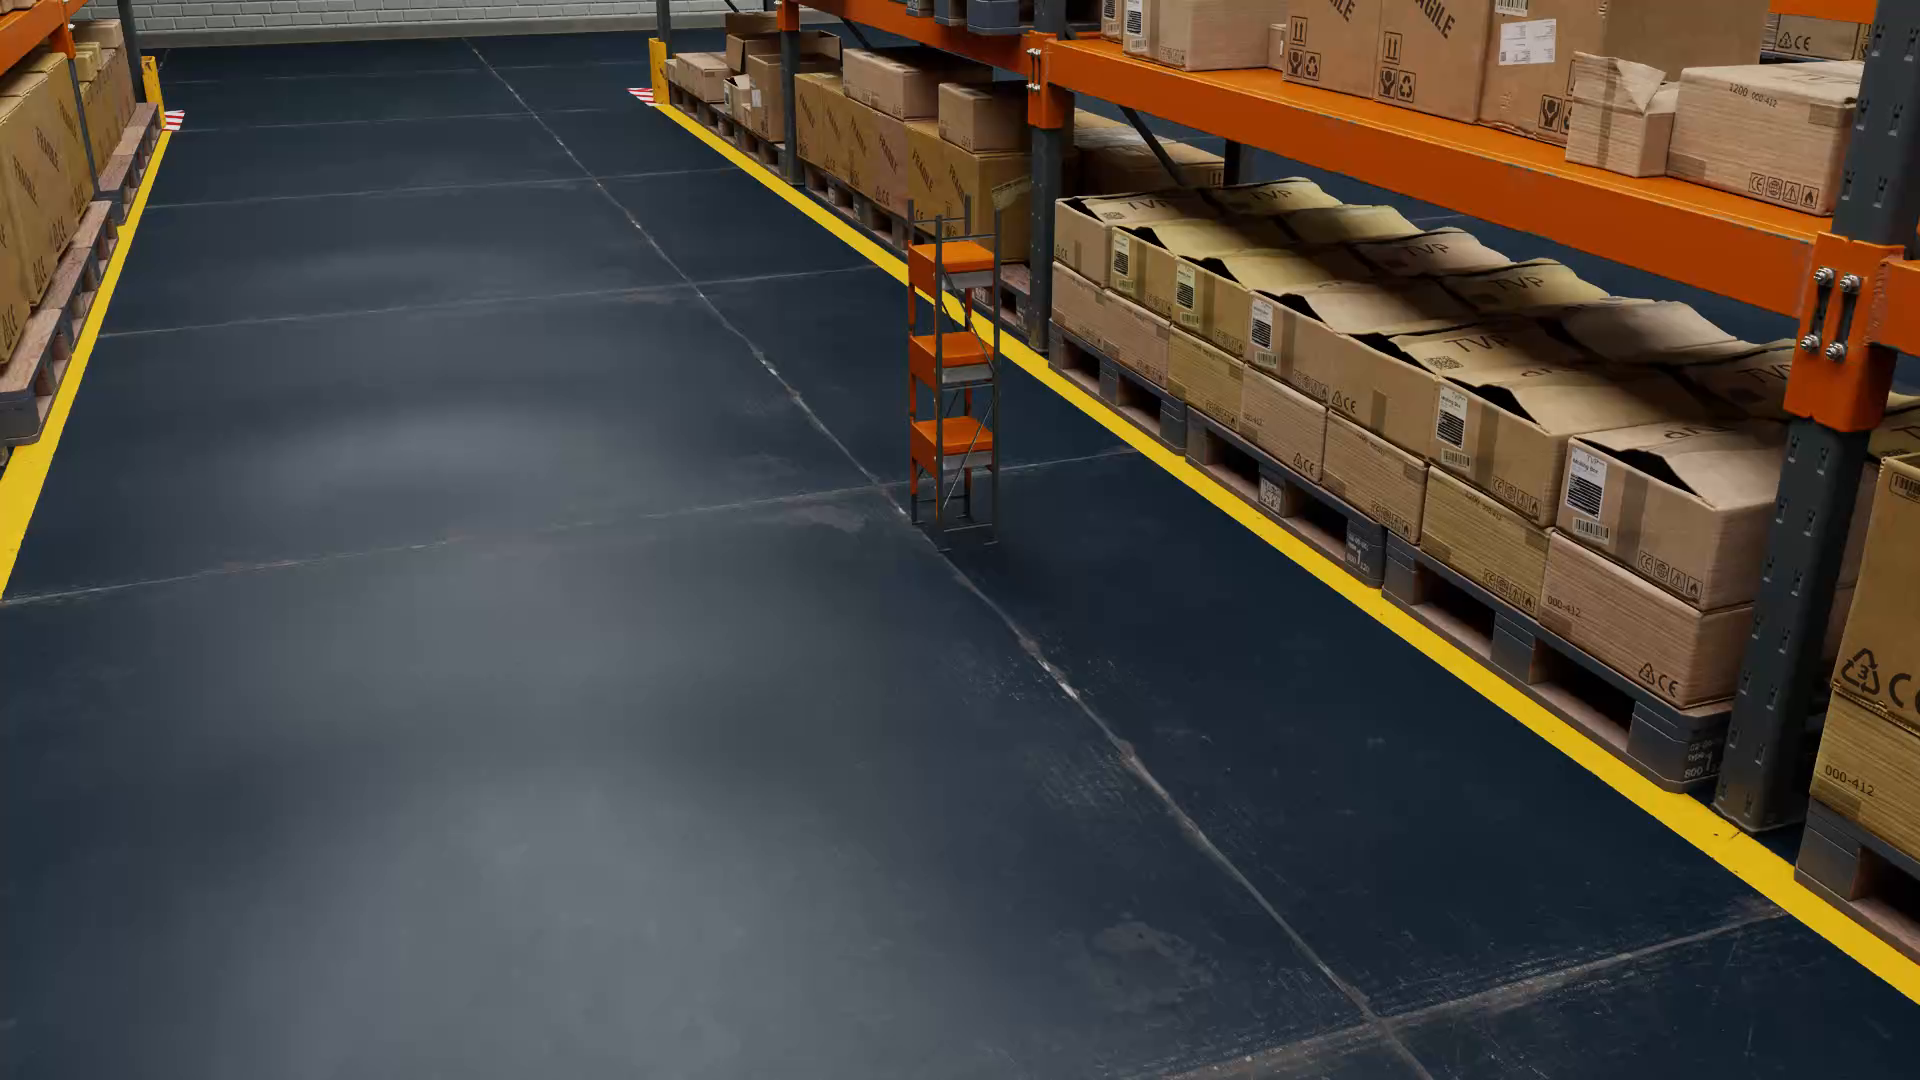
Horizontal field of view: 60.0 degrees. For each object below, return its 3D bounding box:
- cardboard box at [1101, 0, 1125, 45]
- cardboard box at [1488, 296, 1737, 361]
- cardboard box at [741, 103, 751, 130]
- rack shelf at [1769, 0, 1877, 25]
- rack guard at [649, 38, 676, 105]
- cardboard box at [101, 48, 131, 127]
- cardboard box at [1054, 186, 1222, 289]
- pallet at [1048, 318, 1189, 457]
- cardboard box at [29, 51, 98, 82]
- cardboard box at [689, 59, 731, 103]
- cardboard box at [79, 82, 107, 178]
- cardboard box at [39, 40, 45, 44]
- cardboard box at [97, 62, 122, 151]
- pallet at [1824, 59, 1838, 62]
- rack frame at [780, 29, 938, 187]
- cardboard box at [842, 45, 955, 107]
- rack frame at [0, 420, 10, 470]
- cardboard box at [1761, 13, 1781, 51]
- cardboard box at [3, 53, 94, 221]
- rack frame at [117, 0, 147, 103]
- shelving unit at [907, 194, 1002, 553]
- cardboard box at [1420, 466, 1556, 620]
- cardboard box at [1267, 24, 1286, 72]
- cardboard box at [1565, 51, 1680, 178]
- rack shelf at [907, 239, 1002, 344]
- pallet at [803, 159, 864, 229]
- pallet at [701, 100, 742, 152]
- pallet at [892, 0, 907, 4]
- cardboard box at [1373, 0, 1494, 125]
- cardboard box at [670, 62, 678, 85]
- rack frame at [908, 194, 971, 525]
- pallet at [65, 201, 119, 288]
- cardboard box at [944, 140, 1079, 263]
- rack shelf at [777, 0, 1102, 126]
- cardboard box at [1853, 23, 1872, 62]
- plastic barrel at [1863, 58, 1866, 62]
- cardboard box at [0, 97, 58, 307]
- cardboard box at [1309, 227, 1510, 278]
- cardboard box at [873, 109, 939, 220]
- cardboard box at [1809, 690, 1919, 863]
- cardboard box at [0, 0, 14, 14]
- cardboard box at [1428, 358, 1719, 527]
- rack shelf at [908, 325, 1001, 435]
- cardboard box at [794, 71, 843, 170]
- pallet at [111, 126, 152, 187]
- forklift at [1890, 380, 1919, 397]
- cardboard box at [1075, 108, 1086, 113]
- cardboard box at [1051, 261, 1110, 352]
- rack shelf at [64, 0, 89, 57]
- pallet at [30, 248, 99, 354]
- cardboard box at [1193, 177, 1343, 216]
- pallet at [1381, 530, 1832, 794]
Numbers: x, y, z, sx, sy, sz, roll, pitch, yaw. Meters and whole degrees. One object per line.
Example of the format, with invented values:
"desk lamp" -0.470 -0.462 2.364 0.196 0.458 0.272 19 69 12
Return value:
"cardboard box" 0.874 -2.088 6.456 0.500 0.311 0.500 -7 24 -16
"cardboard box" 1.931 -0.553 4.978 0.500 0.311 0.500 -9 25 -21
"cardboard box" -1.282 -2.905 11.385 0.380 0.149 0.250 -8 24 -19
"rack shelf" 4.715 -3.340 10.239 1.077 0.370 4.000 -8 24 -19
"rack guard" -2.013 -3.994 14.083 1.175 0.500 0.348 -8 24 -19
"cardboard box" -6.155 -3.112 11.449 0.700 0.500 0.500 -8 24 -19
"cardboard box" 0.697 -1.221 6.563 0.500 0.311 0.500 -7 24 -17
"pallet" 1.041 -0.677 6.586 1.003 0.211 1.213 -8 24 -19
"cardboard box" -5.378 -2.815 9.910 0.380 0.149 0.250 -8 24 -17
"cardboard box" -1.760 -3.510 12.688 0.500 0.250 0.500 -8 24 -19
"cardboard box" -5.428 -2.367 9.681 0.700 0.500 0.500 -8 24 -18
"cardboard box" -6.113 -3.150 10.704 0.380 0.149 0.250 -8 24 -18
"cardboard box" -5.781 -2.736 10.558 0.700 0.500 0.500 -8 24 -18
"pallet" 8.447 -4.080 14.659 1.003 0.211 1.213 -8 24 -19
"rack frame" -0.627 -3.720 10.215 1.000 3.000 0.127 -8 24 -19
"cardboard box" -0.330 -2.544 9.111 0.500 0.250 0.500 -8 24 -19
"rack frame" -3.846 -1.586 5.151 1.000 3.000 0.127 -8 24 -19
"cardboard box" 7.852 -5.194 15.905 0.875 0.875 0.875 -8 24 -19
"cardboard box" -4.908 -2.024 8.417 0.750 0.750 0.750 -8 24 -18
"rack frame" -6.673 -4.493 12.047 1.000 3.000 0.127 -8 24 -19
"shelving unit" -0.019 -0.503 5.092 0.215 1.050 0.252 -8 24 -19
"cardboard box" 1.605 -0.035 4.470 0.500 0.250 0.500 -9 24 -20
"cardboard box" 1.290 -1.695 5.734 0.380 0.149 0.250 -7 24 -15
"cardboard box" 1.717 -1.046 4.042 0.396 0.266 0.258 -9 24 -20
"rack shelf" -0.019 -0.755 4.986 0.215 0.259 0.240 -8 24 -19
"pallet" -0.304 -2.145 10.067 1.003 0.211 1.213 -8 24 -19
"pallet" -1.303 -3.129 12.402 1.003 0.211 1.213 -8 24 -19
"pallet" 0.095 -2.884 8.479 1.003 0.211 1.213 -8 24 -19
"cardboard box" 1.581 -1.514 4.852 0.500 0.500 0.500 -8 24 -19
"cardboard box" -2.125 -3.781 13.439 0.380 0.166 0.250 -8 24 -19
"rack frame" -0.062 -0.548 5.197 0.200 1.050 0.008 -8 24 -19
"pallet" -4.916 -1.484 8.500 1.003 0.211 1.213 -8 24 -19
"cardboard box" 0.237 -1.625 7.896 0.500 0.500 0.500 -7 24 -17
"rack shelf" 0.080 -2.662 8.630 1.077 0.370 4.000 -8 24 -19
"cardboard box" 8.484 -4.543 14.362 0.875 0.875 0.875 -8 24 -19
"plastic barrel" 5.233 -2.314 9.132 0.600 0.830 0.708 -8 24 -19
"cardboard box" -4.287 -1.393 6.920 0.750 0.750 0.750 -8 24 -19
"cardboard box" 1.567 -0.924 5.857 0.500 0.311 0.500 -9 24 -19
"cardboard box" -0.137 -2.003 8.793 0.500 0.500 0.500 -9 25 -21
"cardboard box" 2.080 0.470 3.272 0.500 0.250 0.500 -8 24 -19
"cardboard box" -4.542 -2.474 7.556 0.380 0.149 0.250 -8 24 -19
"cardboard box" 1.599 -0.294 4.364 0.500 0.311 0.500 -8 24 -18
"rack shelf" -0.019 -0.493 5.096 0.215 0.259 0.240 -8 24 -19
"cardboard box" -0.684 -2.562 10.118 0.500 0.500 0.500 -9 25 -21
"pallet" -5.890 -2.485 10.875 1.003 0.211 1.213 -8 24 -19
"forklift" 3.478 -1.198 4.320 1.130 2.935 3.031 -8 24 -18
"cardboard box" 0.341 -2.084 8.984 0.500 0.500 0.500 -9 25 -21
"cardboard box" 0.697 -0.963 6.672 0.500 0.250 0.500 -8 24 -19
"rack shelf" -5.966 -3.434 10.463 1.077 0.370 4.000 -8 24 -19
"pallet" -4.482 -1.040 7.446 1.003 0.211 1.213 -8 24 -19
"cardboard box" 1.202 -1.295 6.739 0.500 0.311 0.500 -8 24 -18
"pallet" 1.903 0.209 4.482 1.003 0.211 1.213 -8 24 -19
